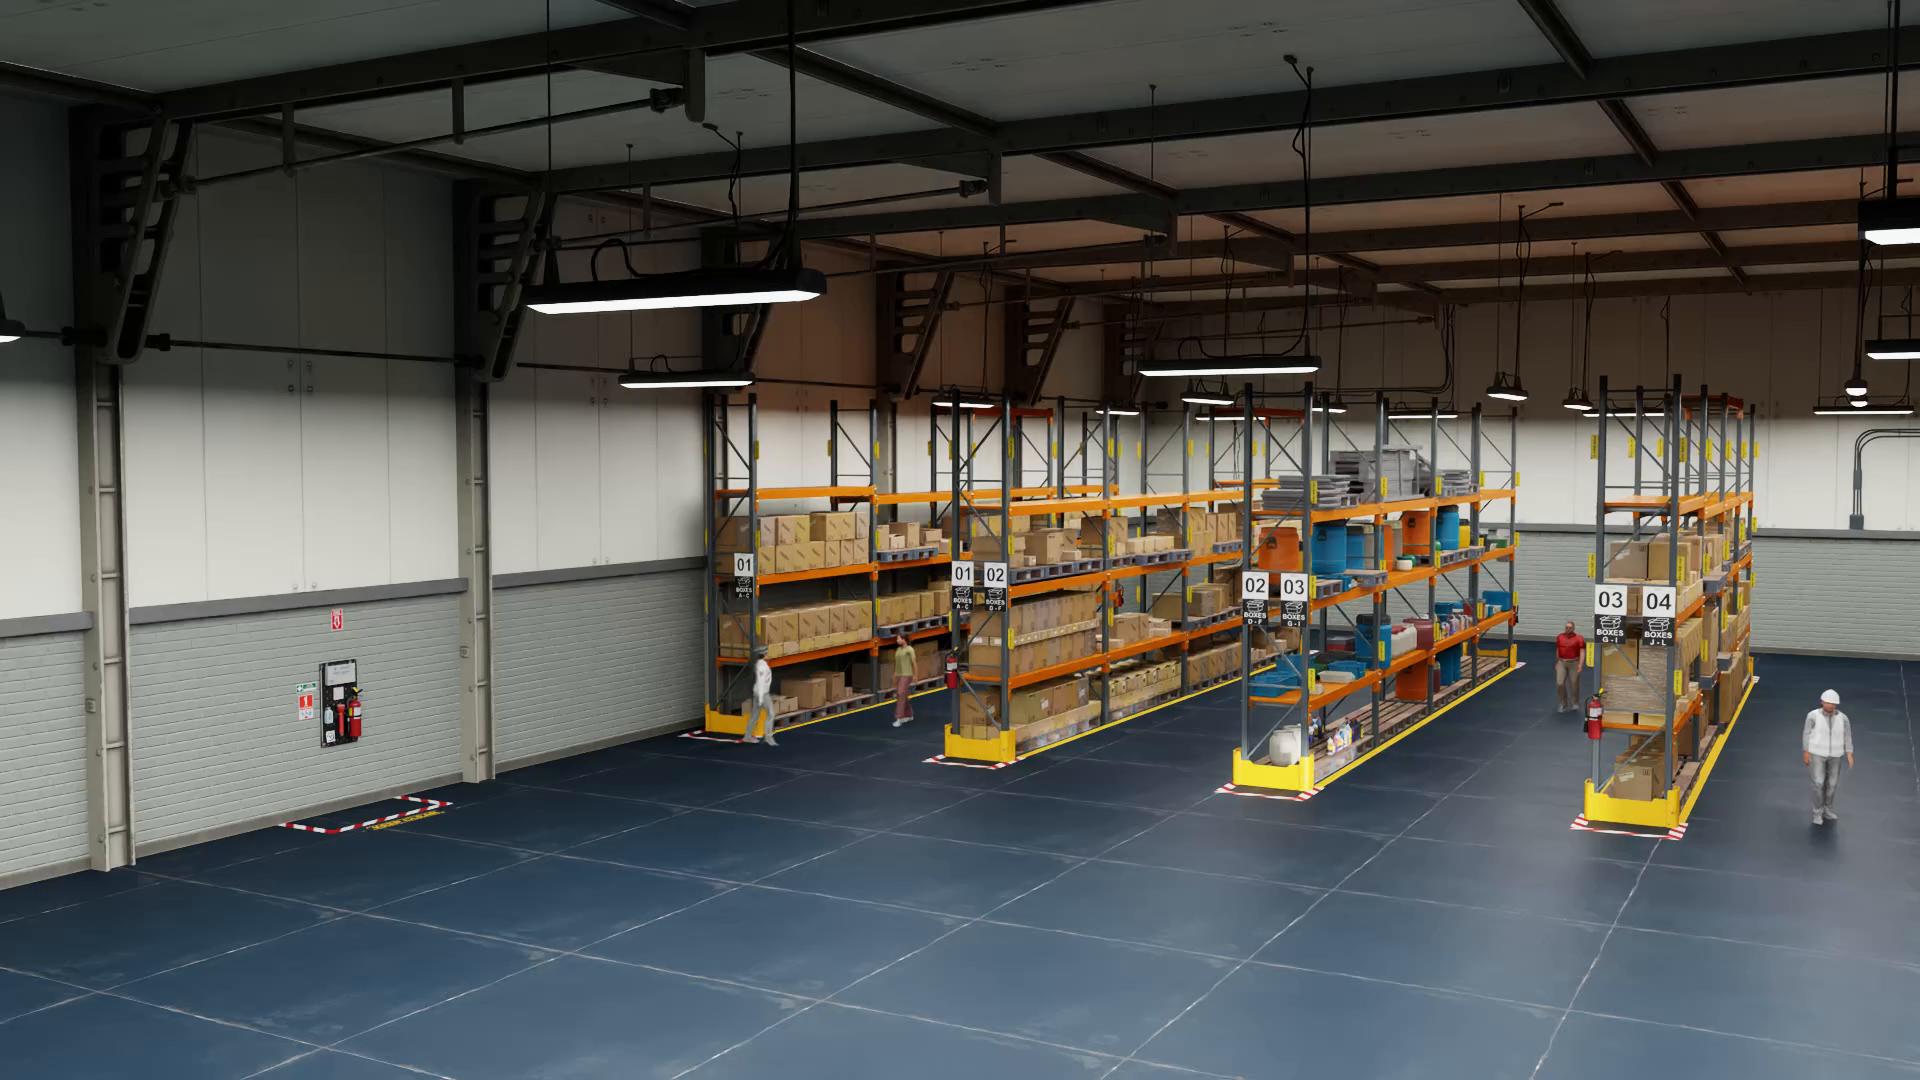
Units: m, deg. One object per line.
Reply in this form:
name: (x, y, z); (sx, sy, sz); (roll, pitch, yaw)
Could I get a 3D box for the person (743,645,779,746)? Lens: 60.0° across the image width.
person: (-3.407, 2.654, 28.348); (0.568, 1.708, 0.550); (-1, 3, -15)

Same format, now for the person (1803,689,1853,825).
person: (11.690, 2.925, 22.415); (0.587, 1.838, 0.505); (1, 3, 10)

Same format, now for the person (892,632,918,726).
person: (-1.092, 2.521, 30.468); (0.649, 1.673, 0.560); (-2, 4, -34)

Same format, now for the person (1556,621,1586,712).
person: (11.693, 2.446, 31.885); (0.582, 1.796, 0.540); (2, 4, 38)
